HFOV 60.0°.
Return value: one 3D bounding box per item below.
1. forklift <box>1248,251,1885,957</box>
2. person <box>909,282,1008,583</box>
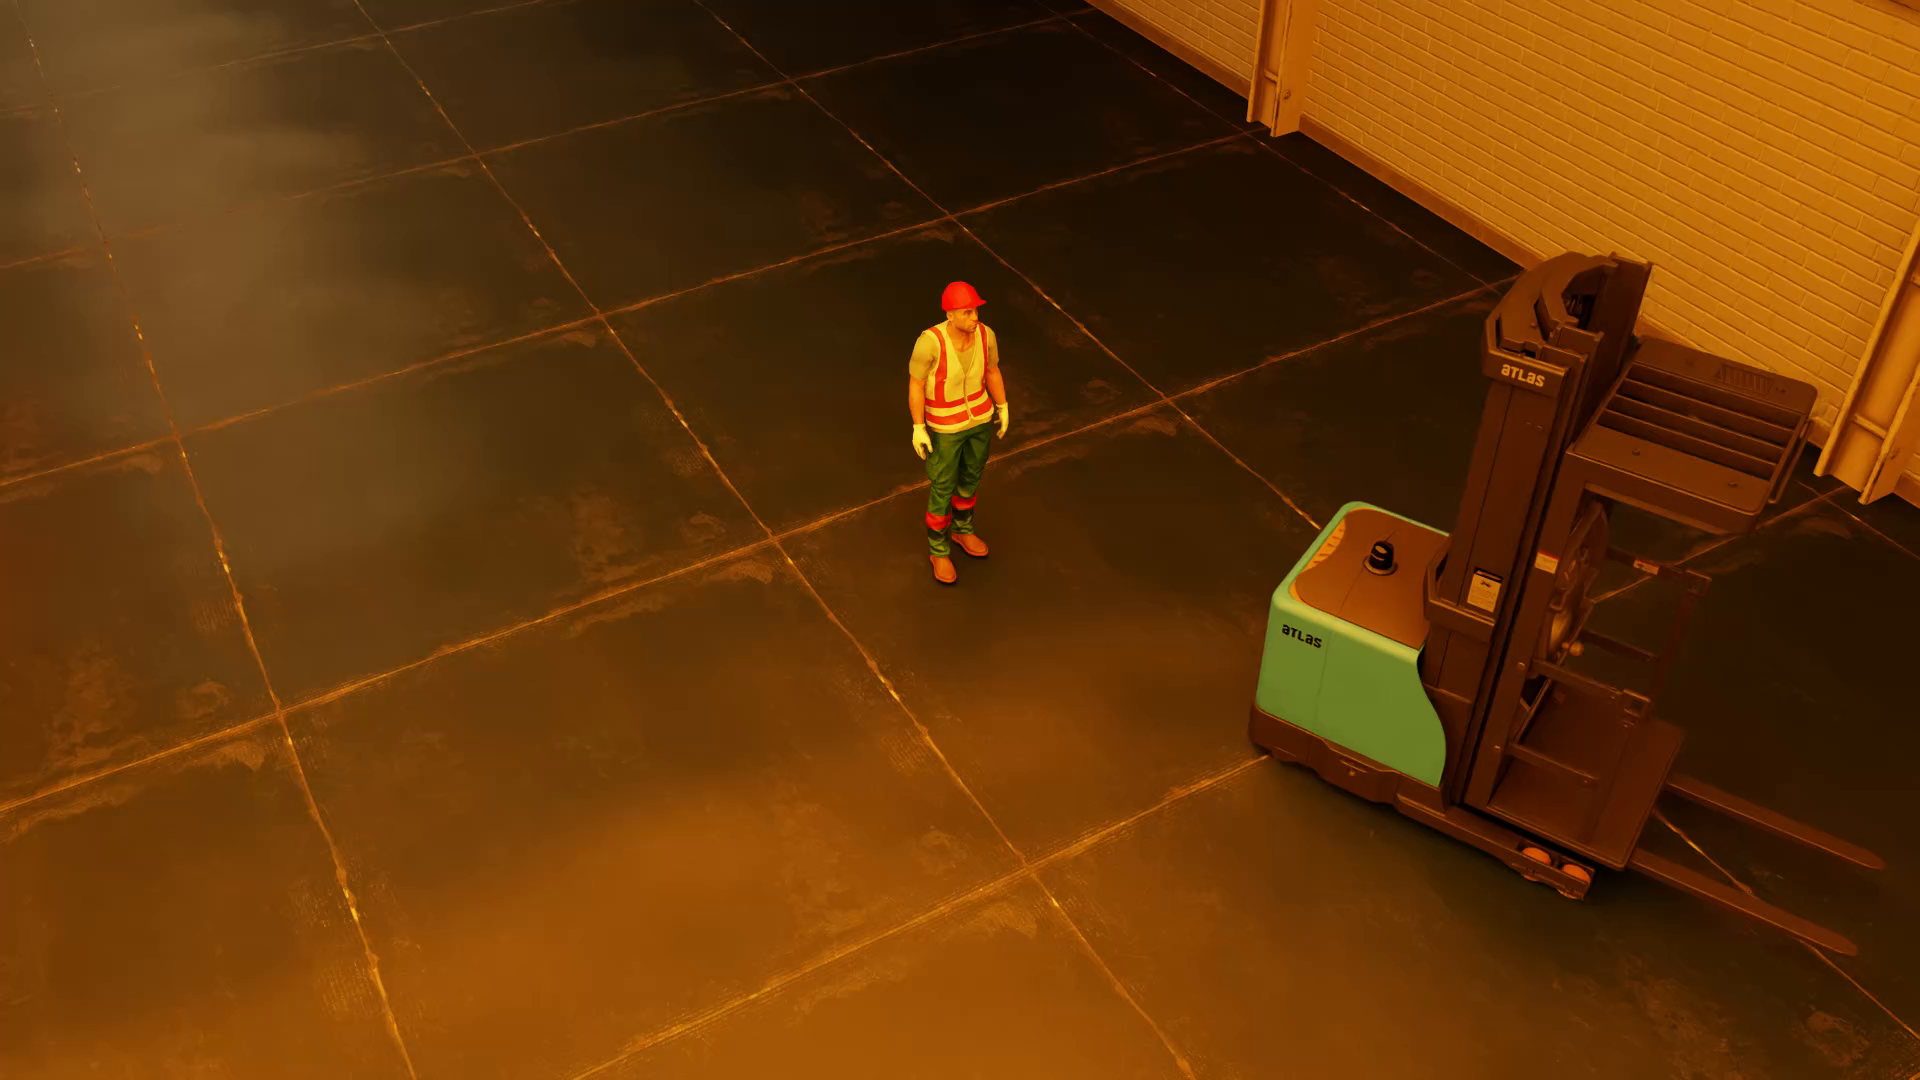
[{"bbox_3d":[3.060,0.248,7.738,3.031,2.935,1.130,23,45,25],"label":"forklift"},{"bbox_3d":[0.030,-0.646,9.697,0.637,1.790,0.562,-20,44,-23],"label":"person"}]
